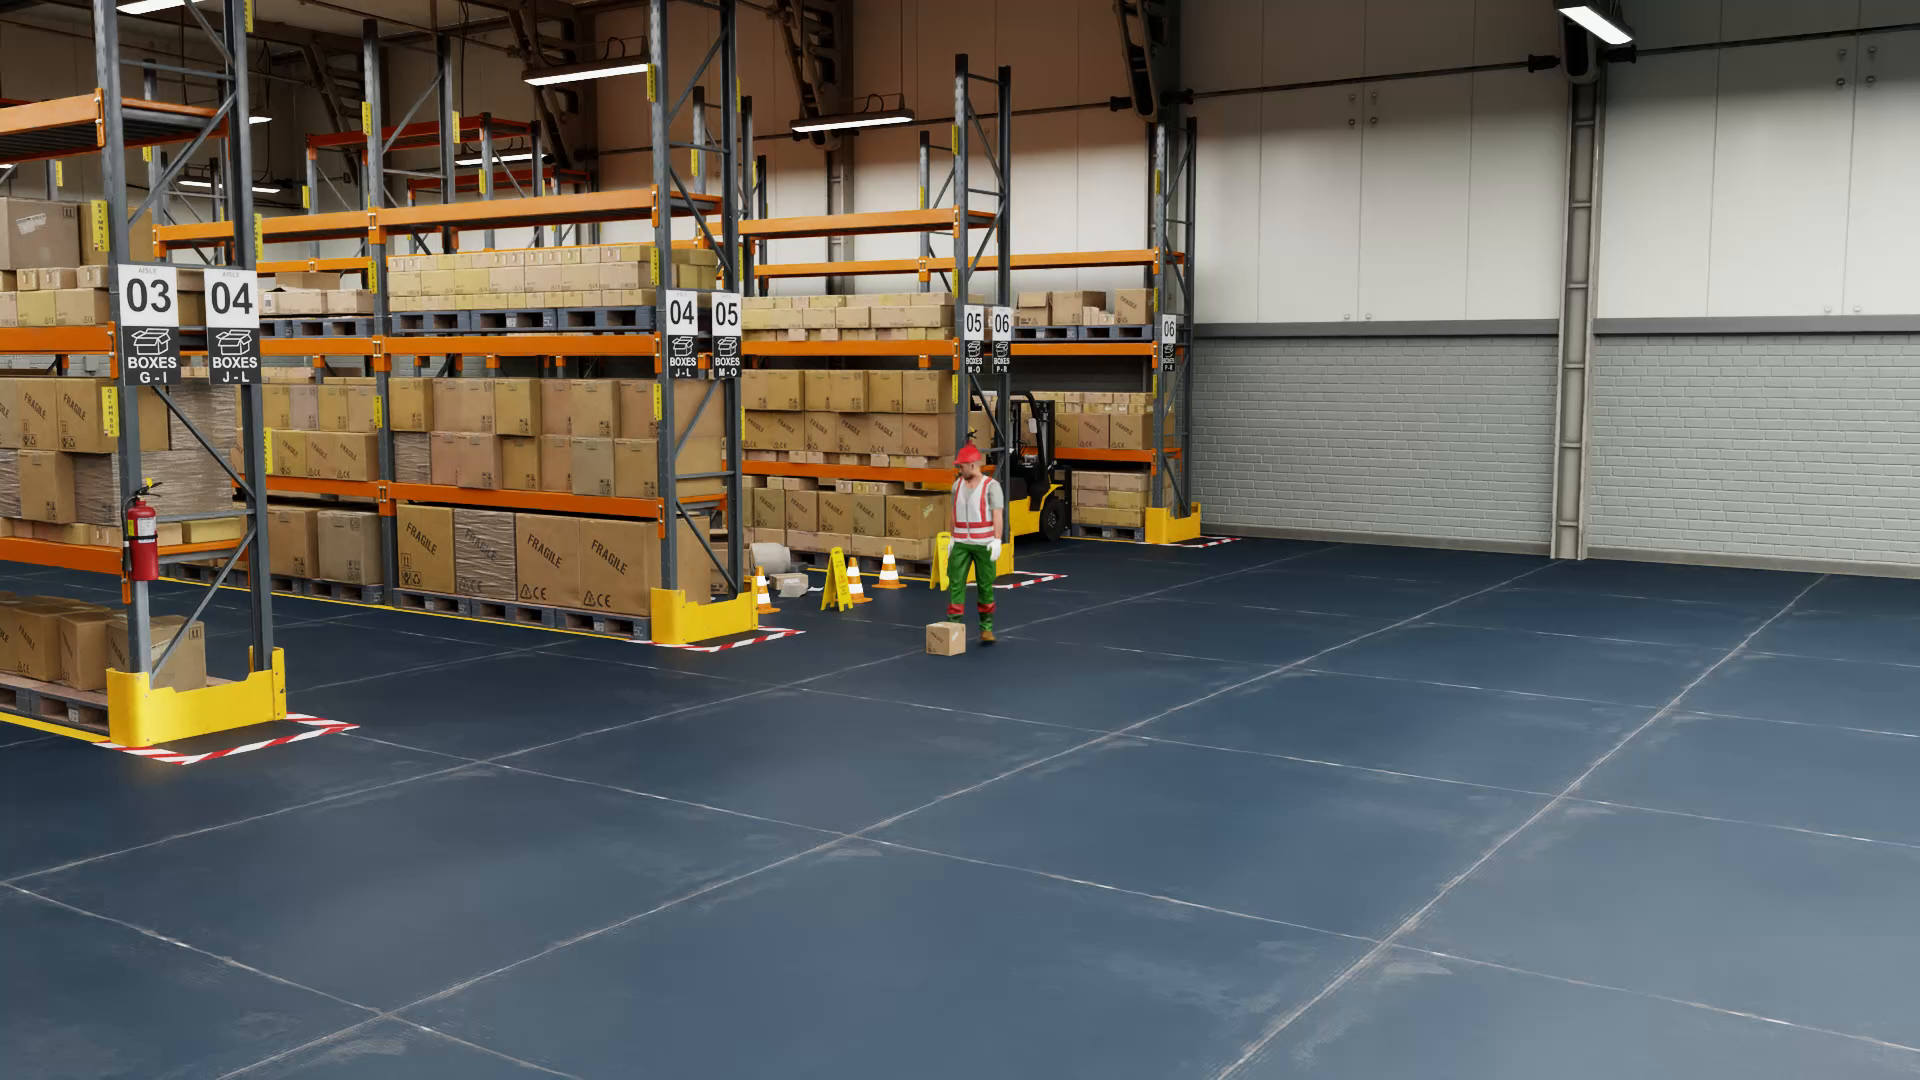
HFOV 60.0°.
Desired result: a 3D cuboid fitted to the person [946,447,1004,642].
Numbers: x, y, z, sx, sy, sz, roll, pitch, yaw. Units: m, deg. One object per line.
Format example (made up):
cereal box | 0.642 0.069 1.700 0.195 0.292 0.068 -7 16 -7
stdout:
person | 0.112 0.056 14.889 0.615 1.770 0.727 3 7 22
